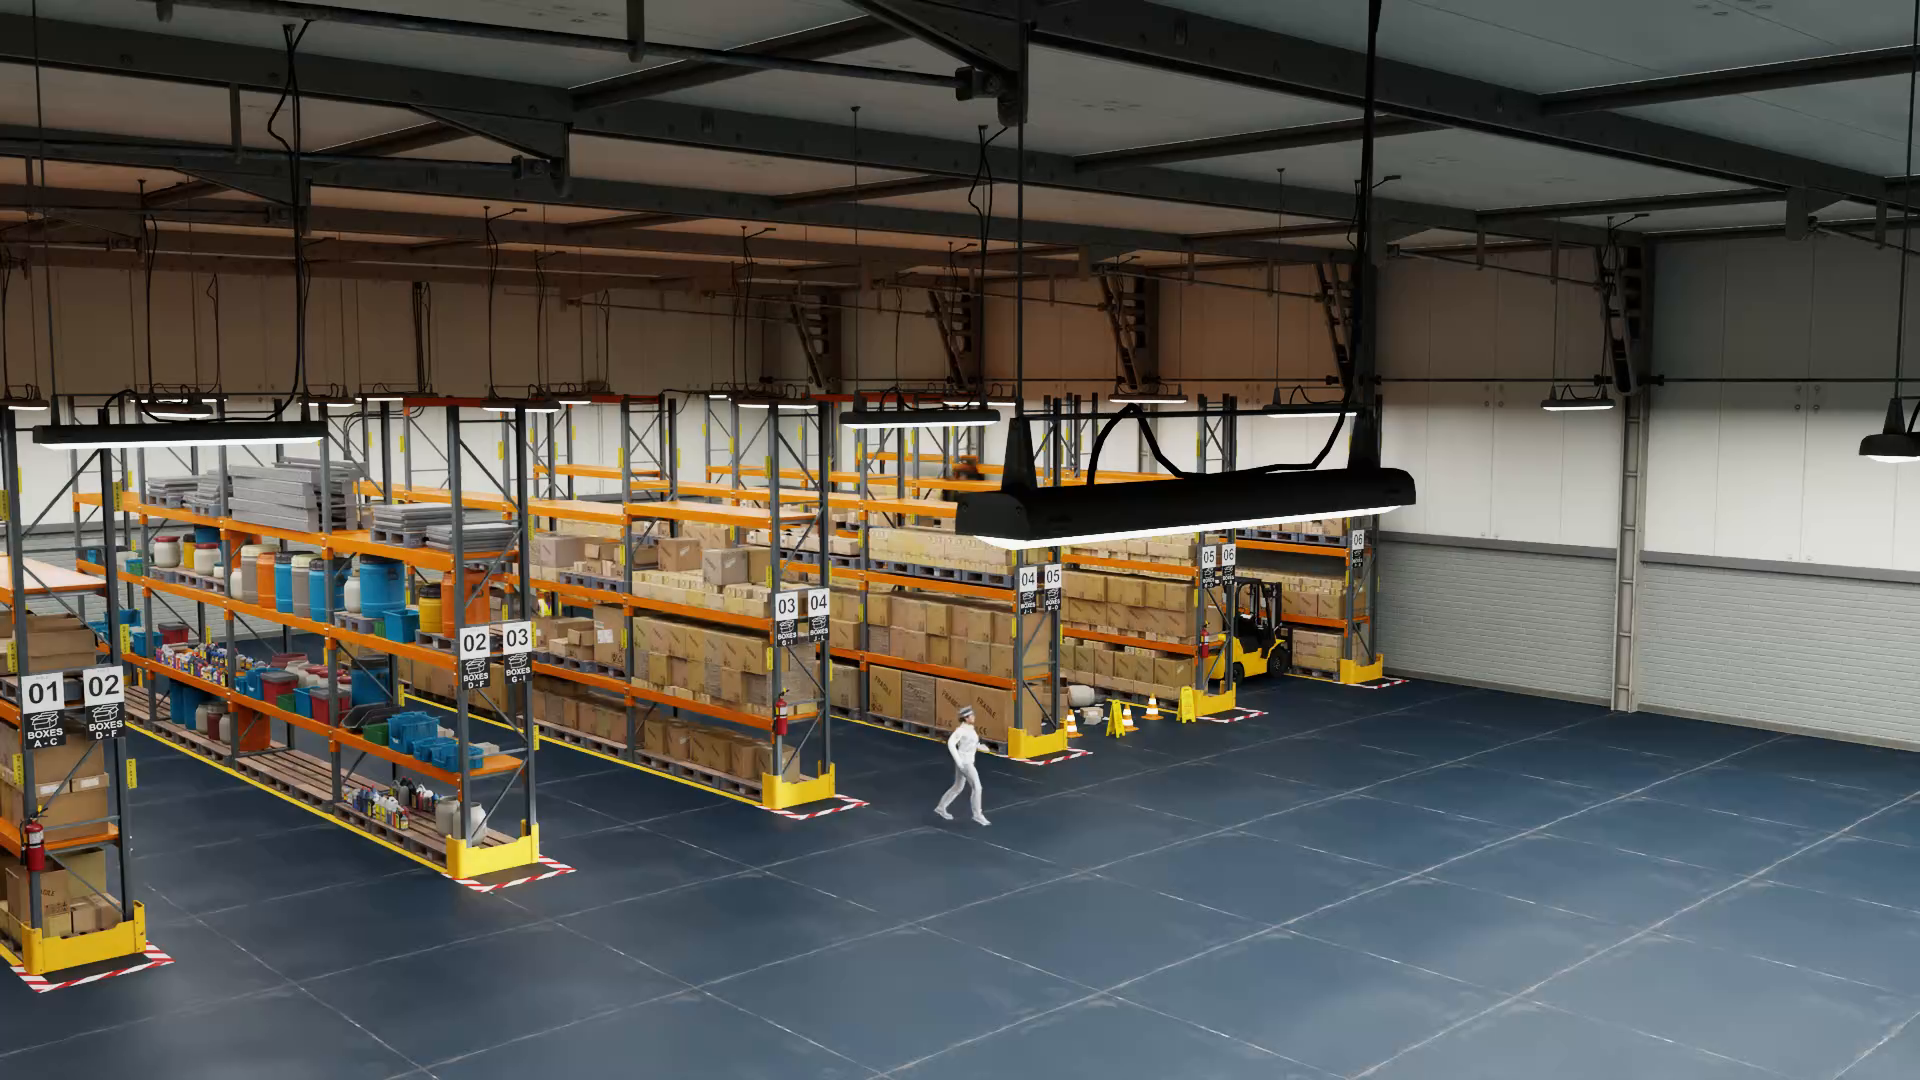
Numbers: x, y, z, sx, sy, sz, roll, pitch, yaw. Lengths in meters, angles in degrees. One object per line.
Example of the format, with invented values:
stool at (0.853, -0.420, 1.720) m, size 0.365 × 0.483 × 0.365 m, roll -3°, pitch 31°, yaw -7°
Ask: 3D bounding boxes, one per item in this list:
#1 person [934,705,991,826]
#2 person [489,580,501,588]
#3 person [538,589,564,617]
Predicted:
person at (0.049, 3.202, 23.680) m, size 0.799 × 1.731 × 0.606 m, roll 0°, pitch 6°, yaw 0°
person at (-11.330, 1.633, 39.624) m, size 0.779 × 1.739 × 0.808 m, roll 4°, pitch 7°, yaw 36°
person at (-9.032, 1.836, 36.455) m, size 0.673 × 1.661 × 0.779 m, roll -5°, pitch 7°, yaw -41°
